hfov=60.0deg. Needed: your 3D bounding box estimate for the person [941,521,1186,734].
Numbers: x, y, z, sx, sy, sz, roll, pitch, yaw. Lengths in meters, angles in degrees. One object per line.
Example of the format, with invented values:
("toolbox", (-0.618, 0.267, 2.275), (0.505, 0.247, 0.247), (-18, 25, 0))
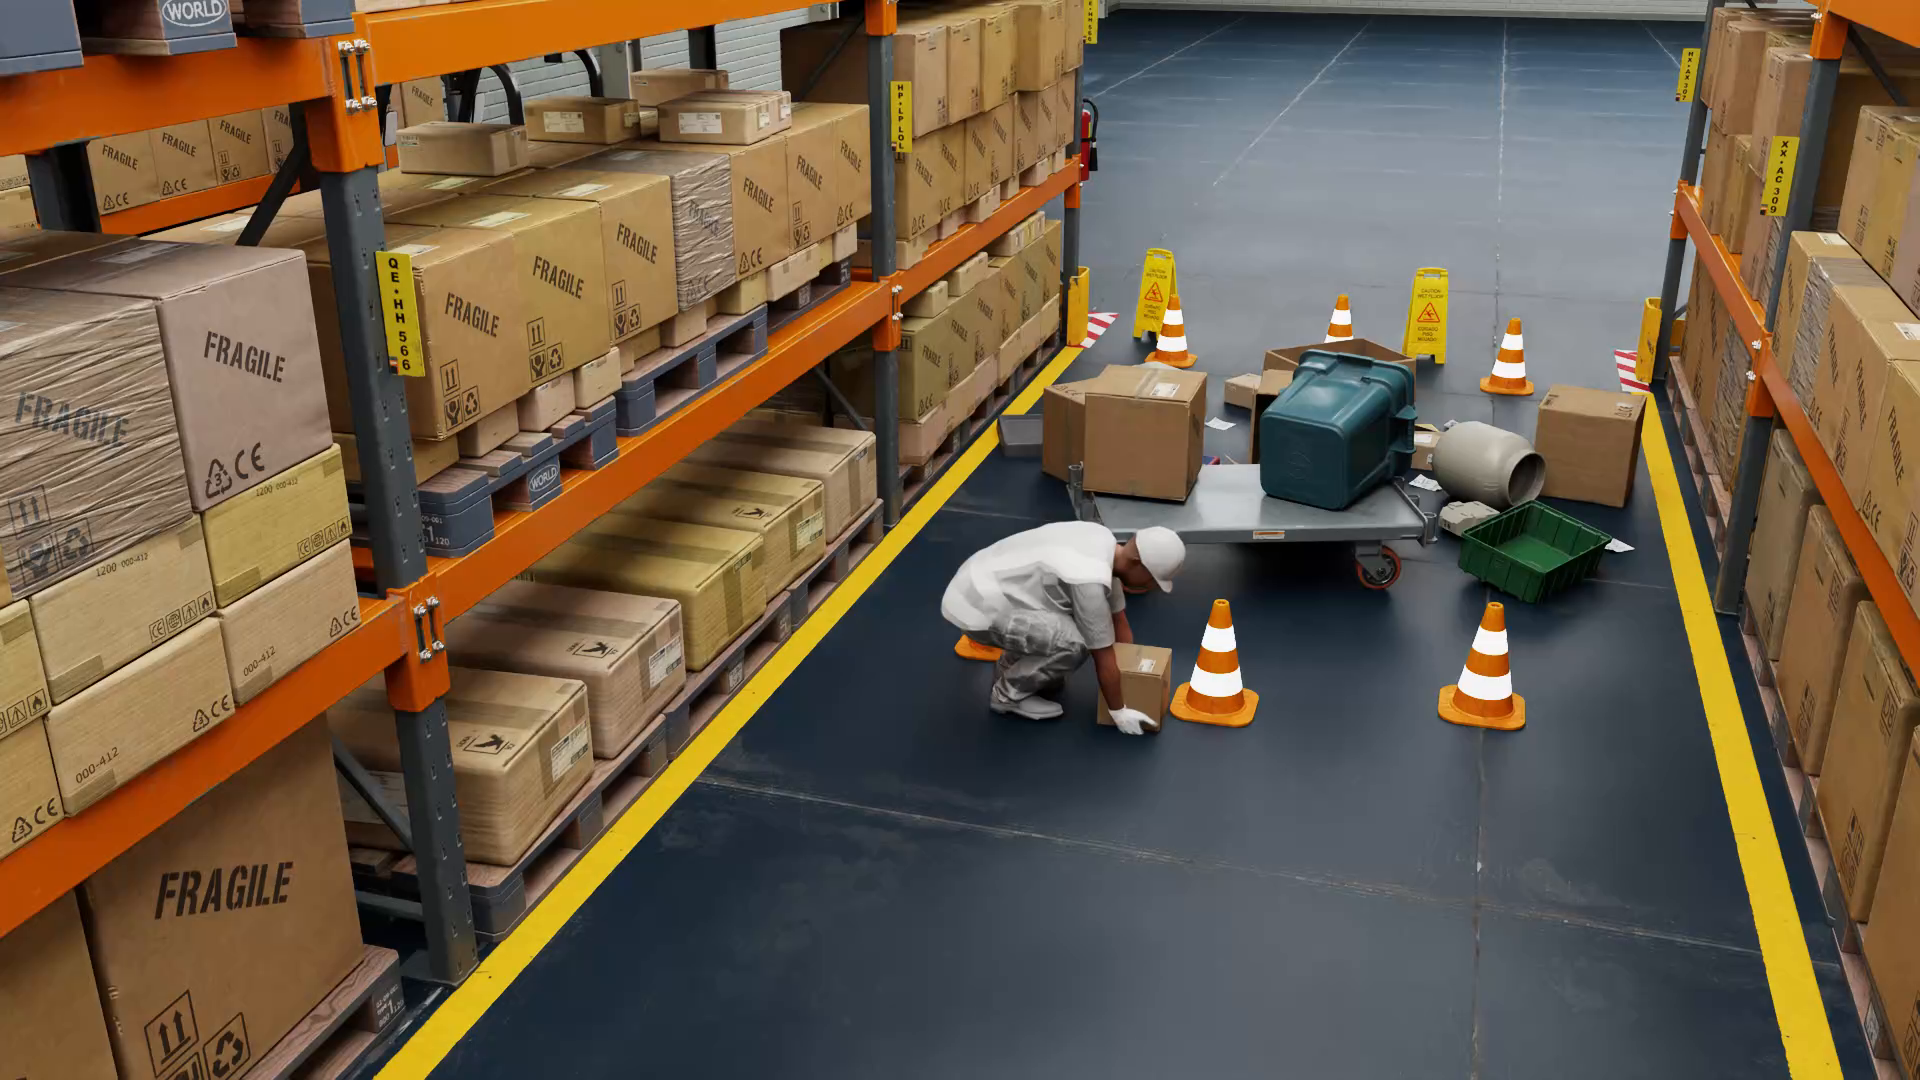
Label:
("person", (0.412, 0.333, 6.686), (0.948, 0.876, 0.558), (6, 22, 14))
